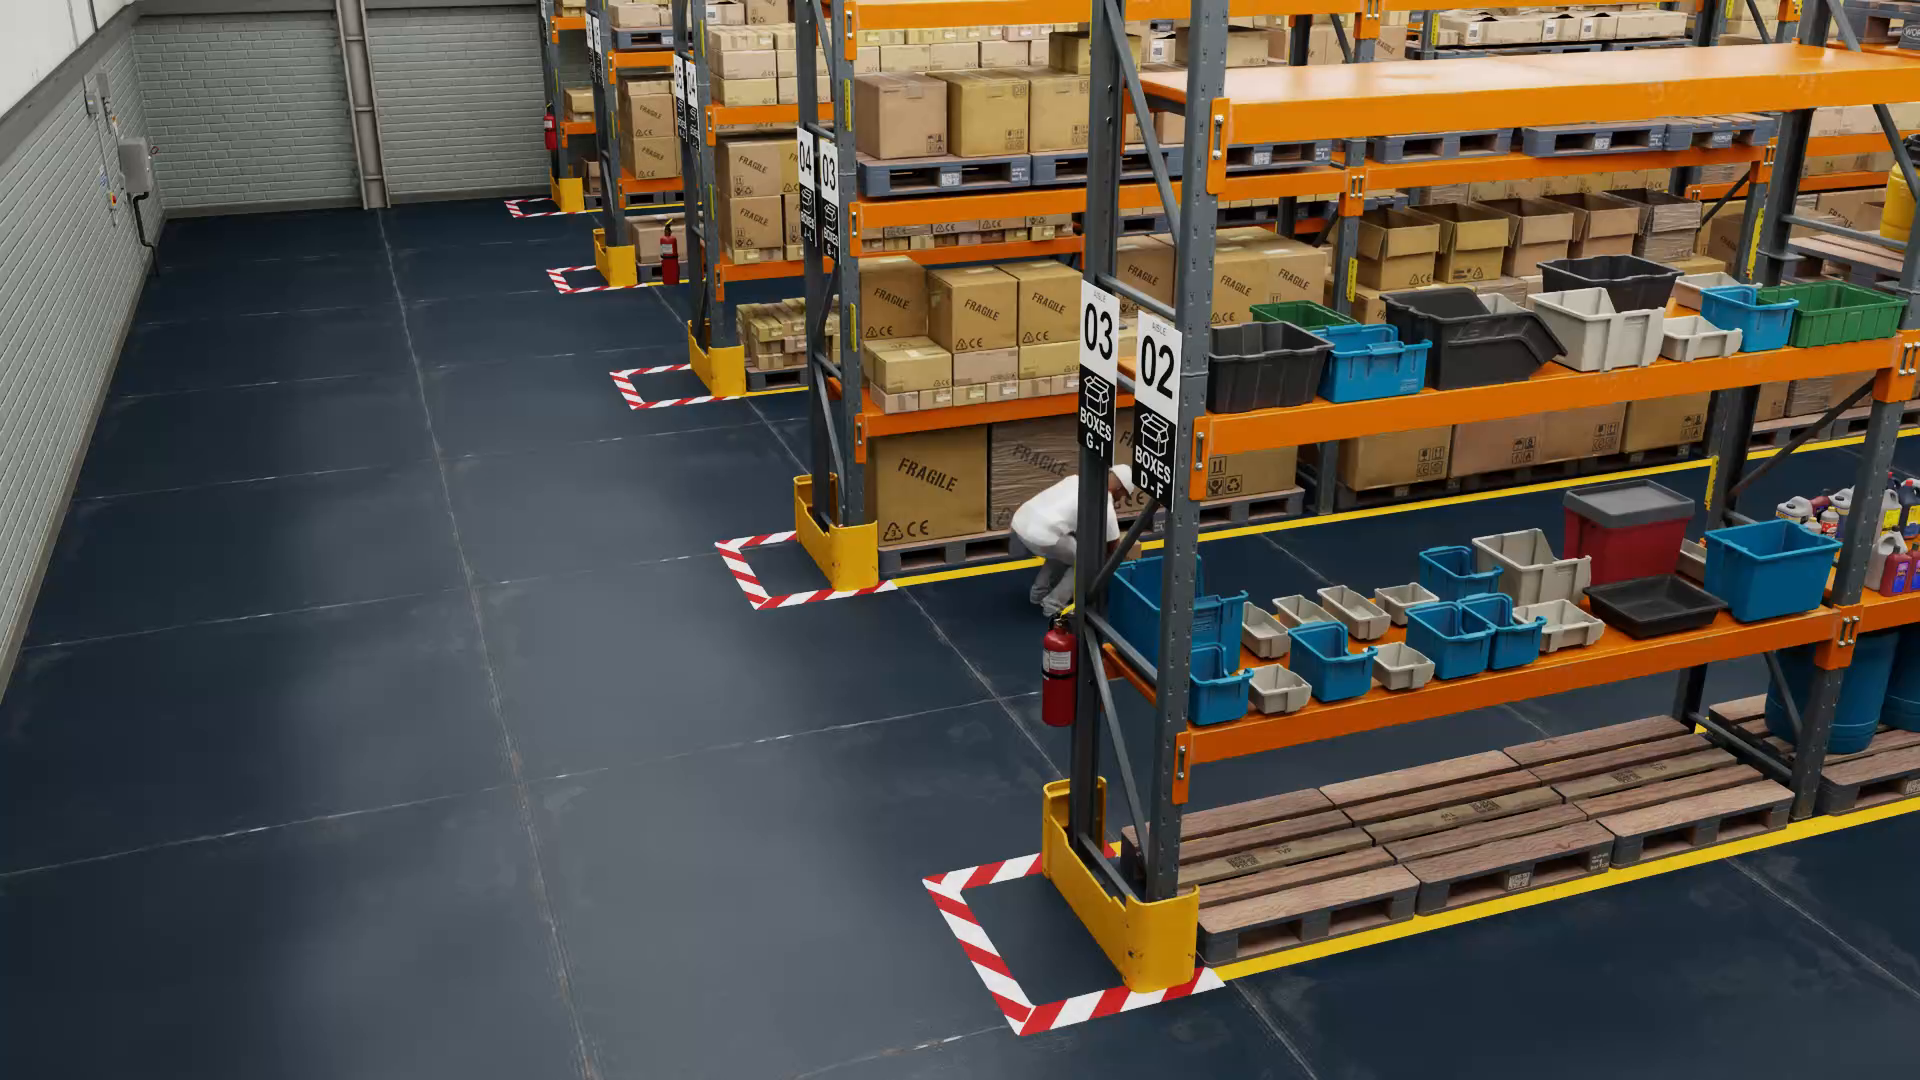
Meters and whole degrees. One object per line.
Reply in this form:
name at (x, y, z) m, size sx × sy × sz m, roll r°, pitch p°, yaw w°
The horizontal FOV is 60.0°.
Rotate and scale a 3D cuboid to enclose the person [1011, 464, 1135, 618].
person at (0.822, -0.011, 11.837) m, size 0.941 × 1.006 × 0.528 m, roll -9°, pitch 24°, yaw -21°
